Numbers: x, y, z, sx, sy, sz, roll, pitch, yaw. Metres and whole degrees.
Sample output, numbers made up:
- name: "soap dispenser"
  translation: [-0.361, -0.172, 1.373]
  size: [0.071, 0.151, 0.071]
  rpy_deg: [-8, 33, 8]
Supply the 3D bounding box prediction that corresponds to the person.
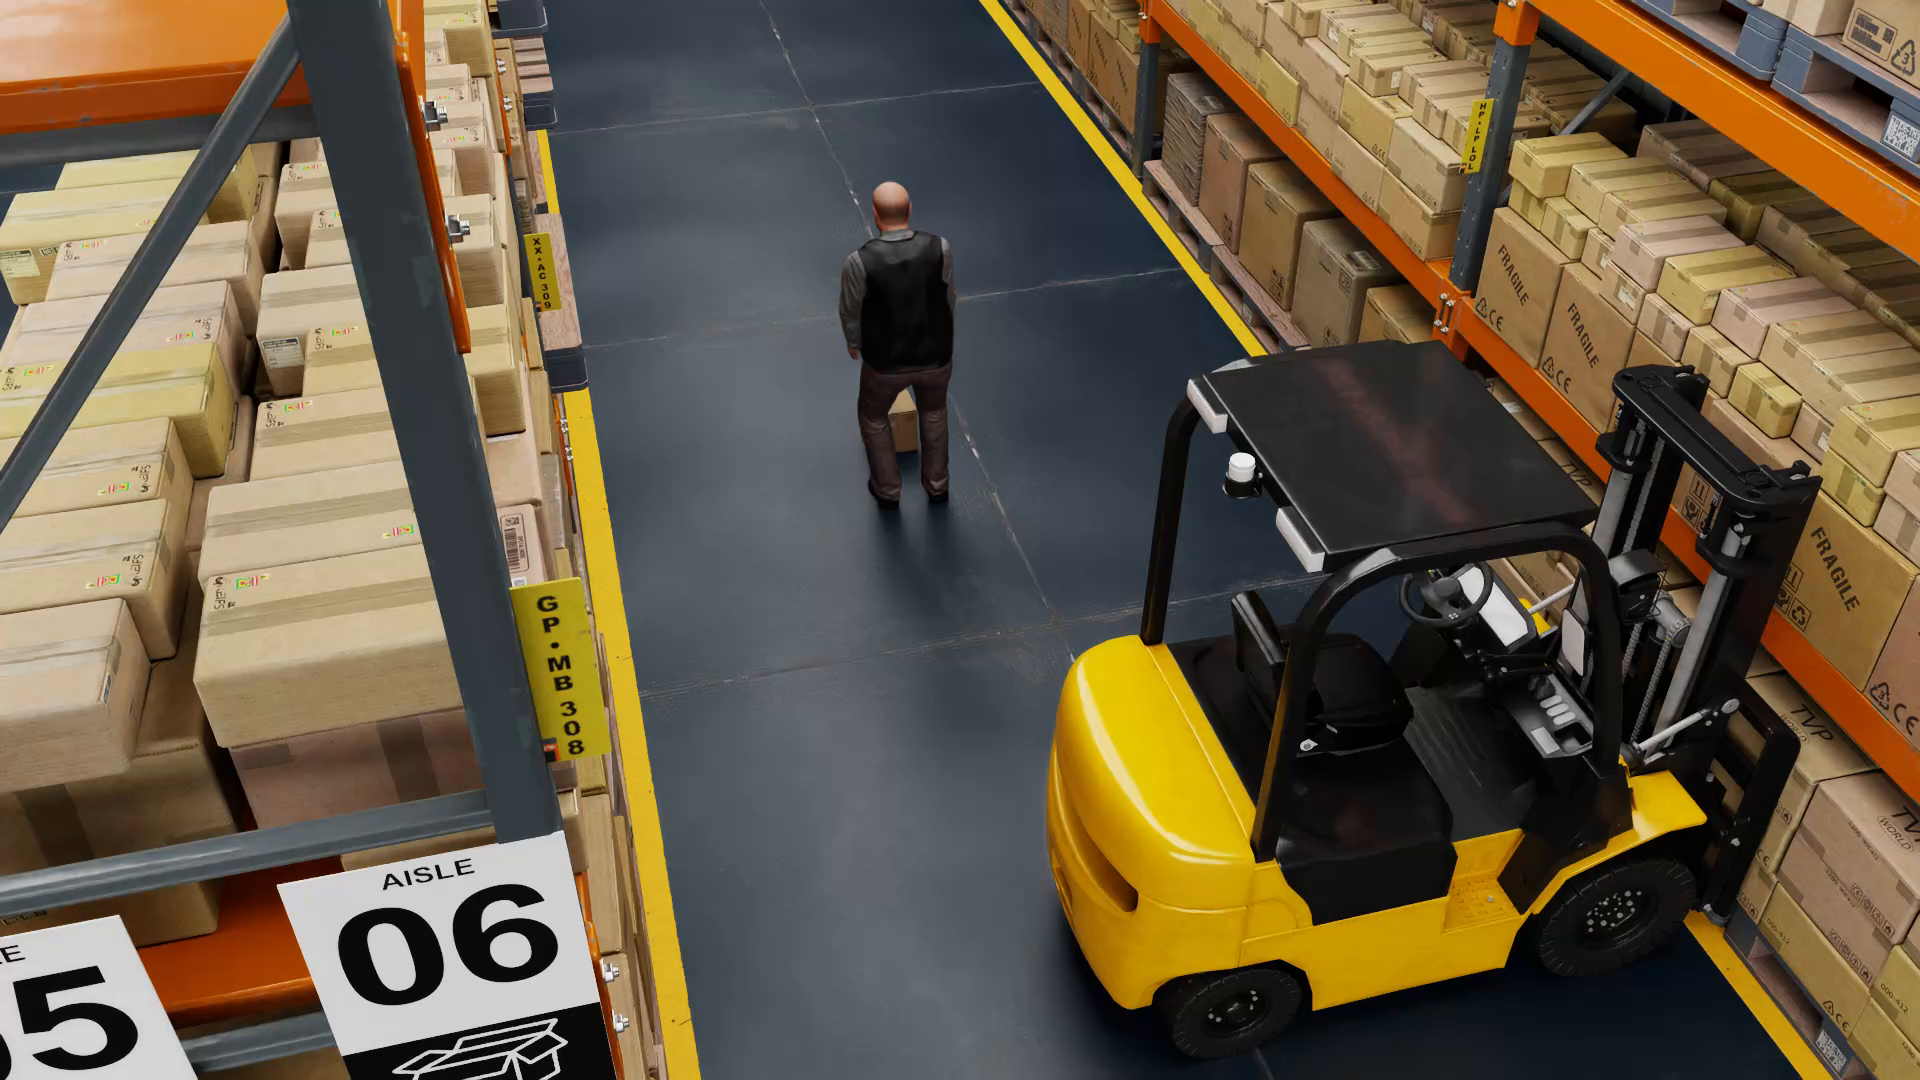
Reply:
- name: "person"
  translation: [-0.287, -0.884, 7.929]
  size: [0.563, 1.658, 0.447]
  rpy_deg: [-8, 39, -11]
